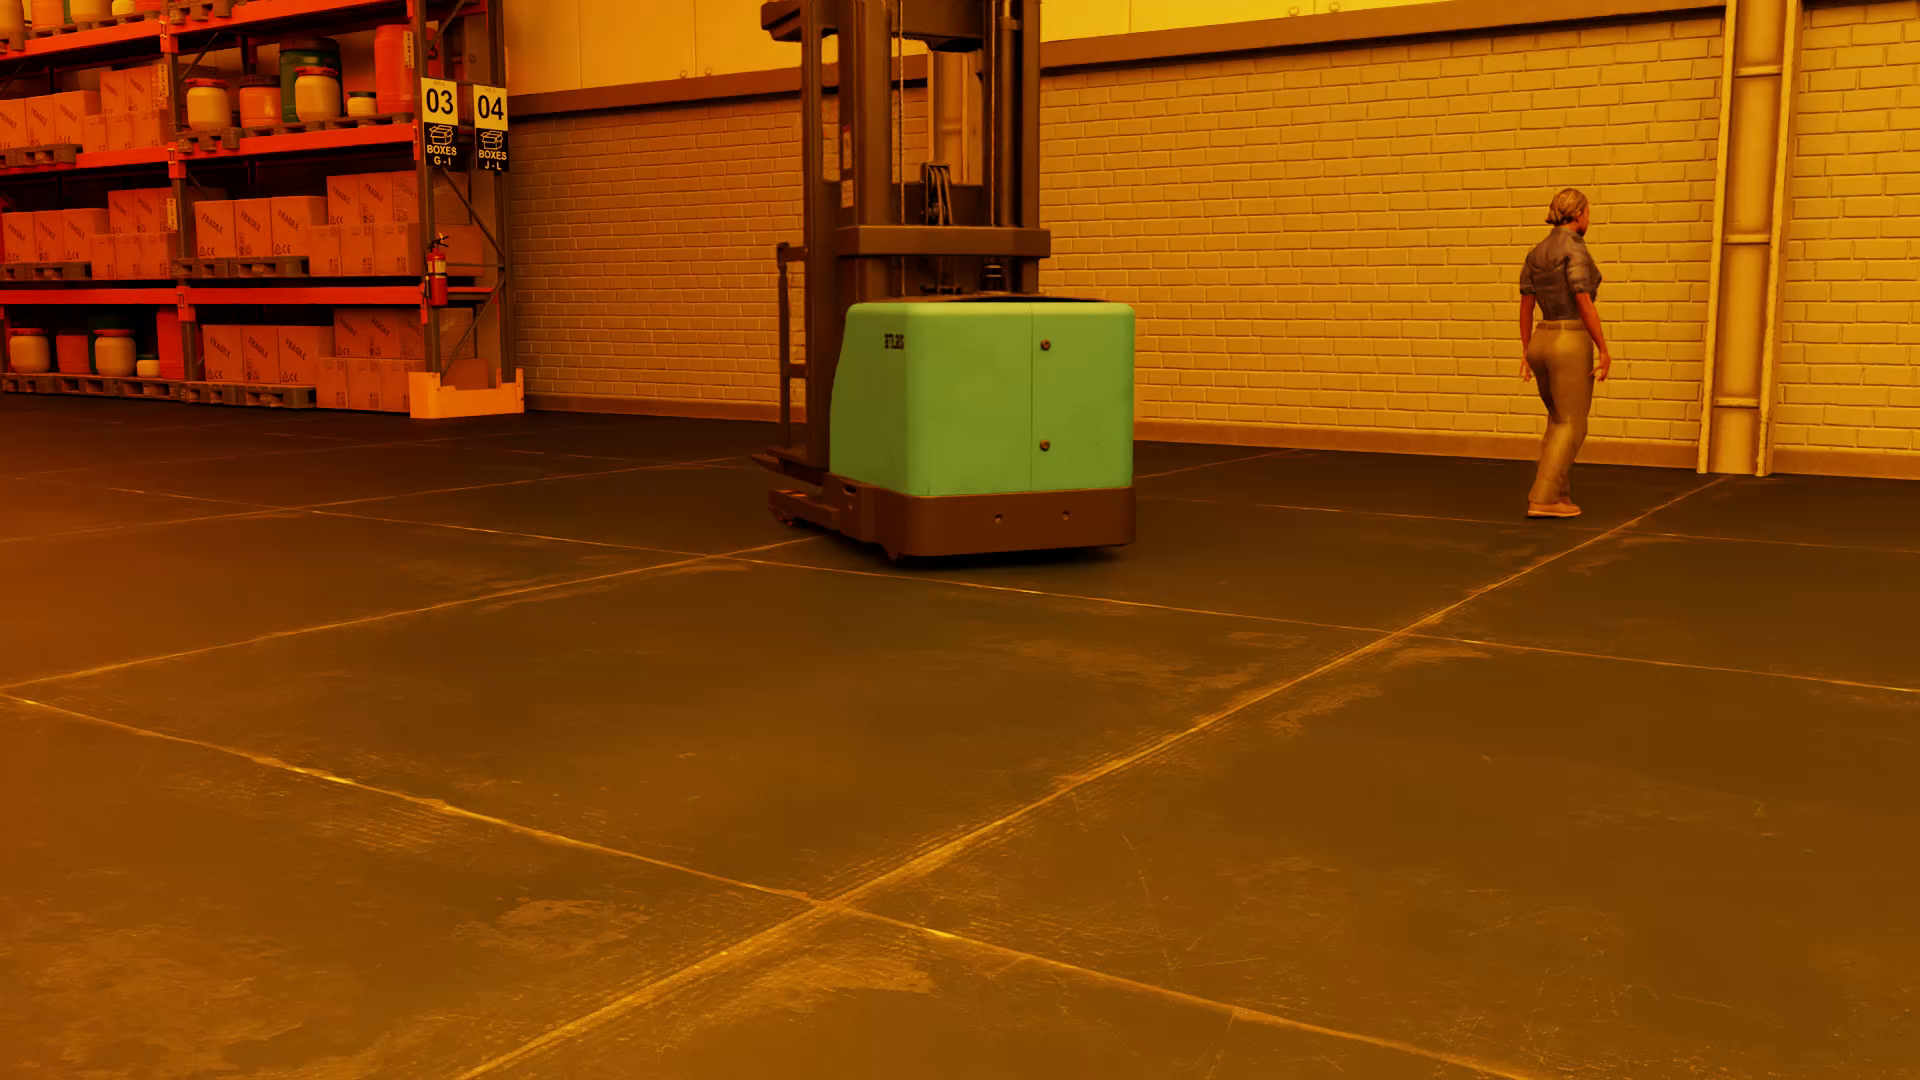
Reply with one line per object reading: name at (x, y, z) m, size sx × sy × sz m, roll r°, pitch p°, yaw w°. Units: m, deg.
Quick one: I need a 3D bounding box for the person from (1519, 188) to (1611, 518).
person at (3.093, -0.918, 8.423) m, size 0.517 × 1.698 × 0.546 m, roll -2°, pitch 8°, yaw -14°

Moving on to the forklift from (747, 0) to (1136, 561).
forklift at (-0.299, -1.534, 7.982) m, size 1.130 × 2.935 × 3.031 m, roll -3°, pitch 9°, yaw -23°
